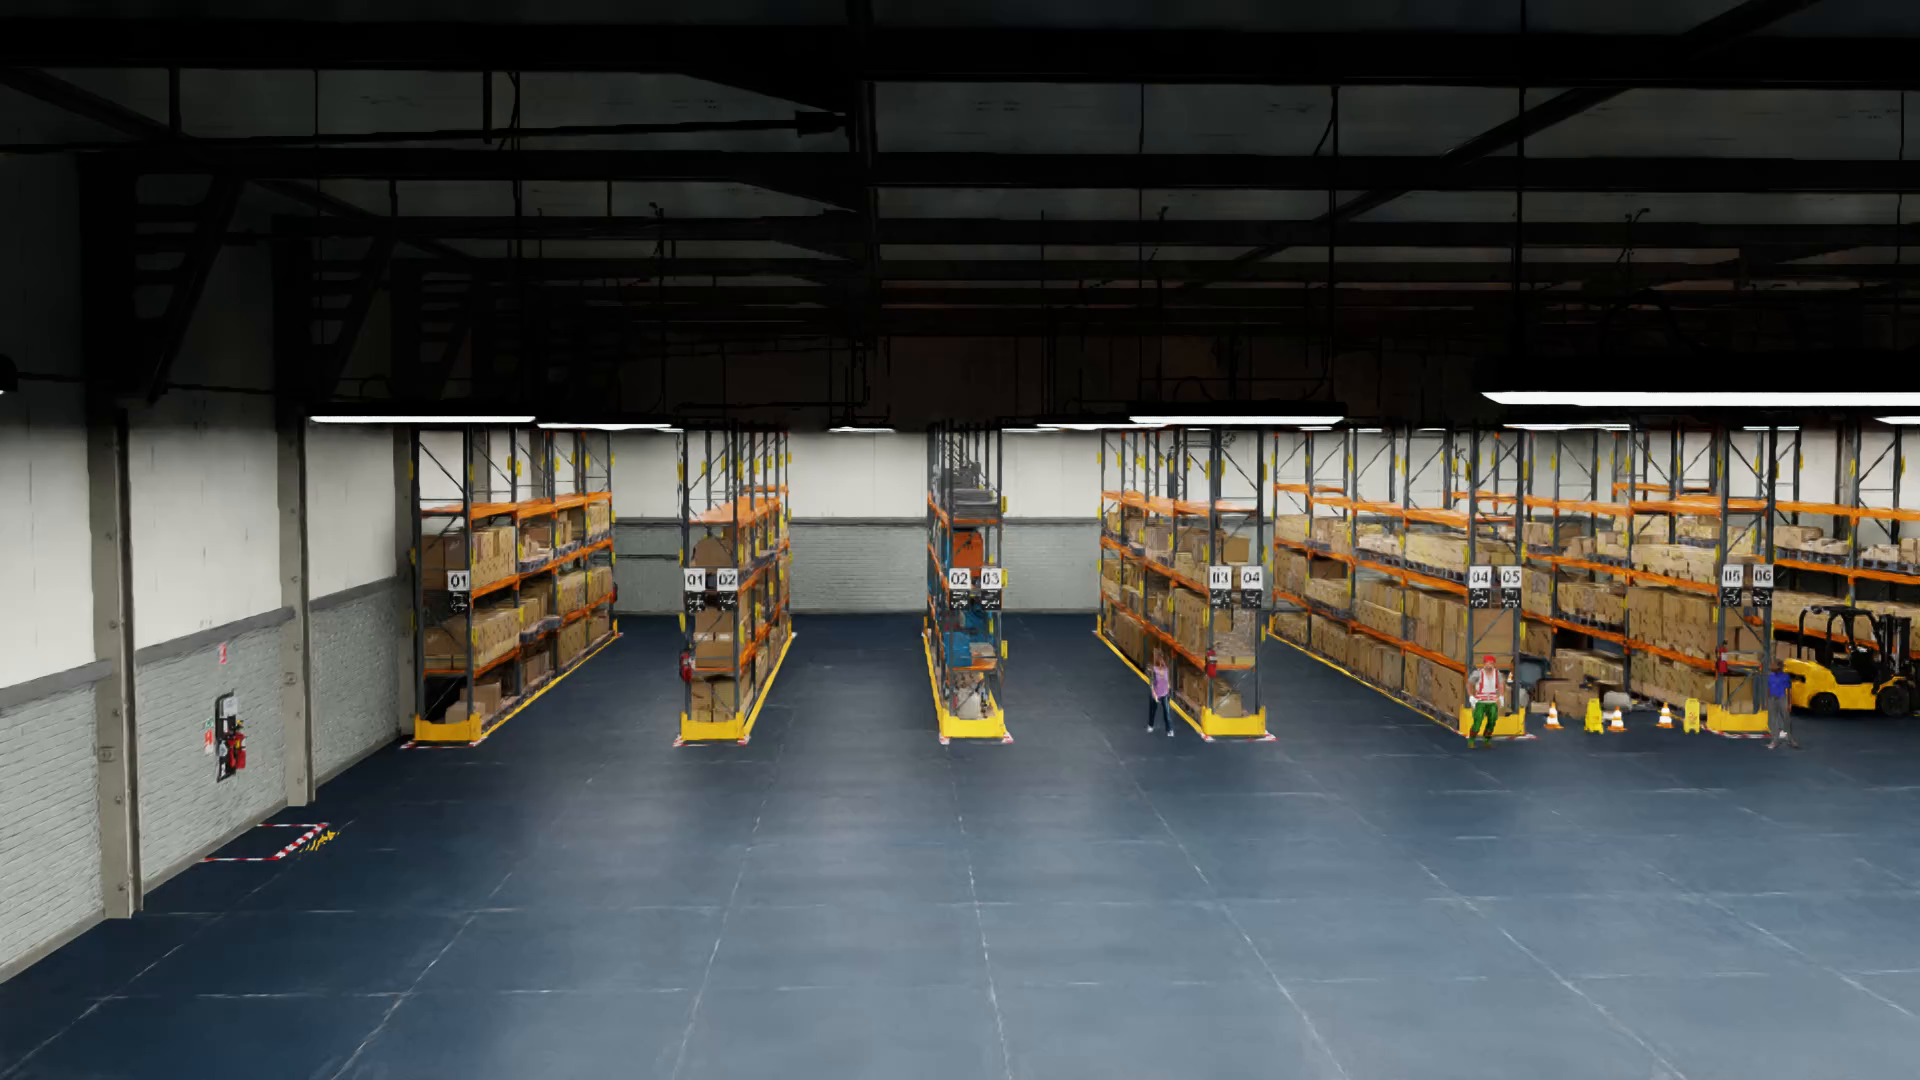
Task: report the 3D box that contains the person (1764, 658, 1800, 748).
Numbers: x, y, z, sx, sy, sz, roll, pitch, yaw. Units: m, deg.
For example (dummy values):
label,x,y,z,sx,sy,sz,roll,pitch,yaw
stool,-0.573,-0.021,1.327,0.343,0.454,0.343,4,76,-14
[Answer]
label,x,y,z,sx,sy,sz,roll,pitch,yaw
person,14.994,2.966,30.325,0.527,1.651,0.571,-2,4,-28

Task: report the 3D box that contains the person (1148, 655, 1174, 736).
label,x,y,z,sx,sy,sz,roll,pitch,yaw
person,3.788,2.920,31.526,0.439,1.510,0.998,-1,4,-9

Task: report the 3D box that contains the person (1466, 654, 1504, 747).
label,x,y,z,sx,sy,sz,roll,pitch,yaw
person,9.552,2.925,30.226,0.677,1.742,0.552,0,4,-4
